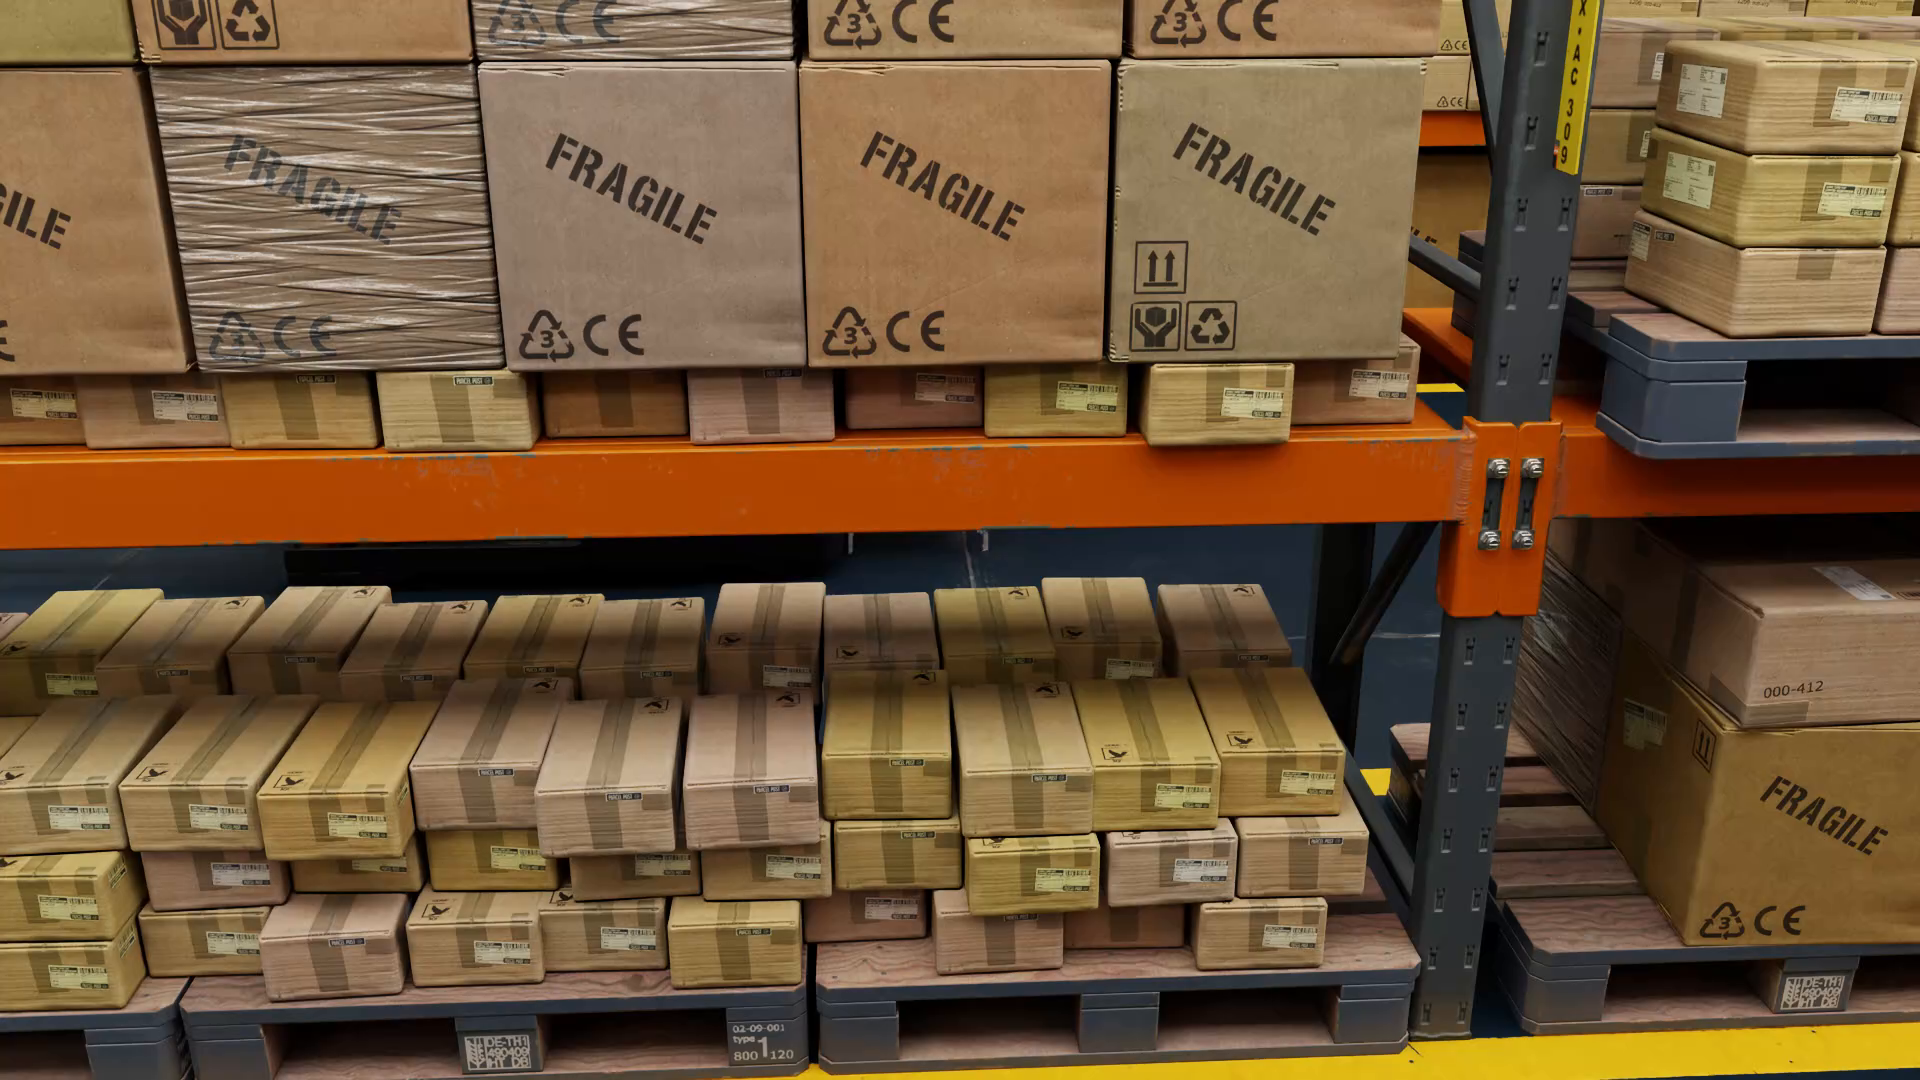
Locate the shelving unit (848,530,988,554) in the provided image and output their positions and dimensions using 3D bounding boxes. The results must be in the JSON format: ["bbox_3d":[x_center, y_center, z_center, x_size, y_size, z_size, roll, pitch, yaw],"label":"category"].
[{"bbox_3d":[-0.156,-0.557,5.897,0.503,1.200,0.258,-1,21,-2],"label":"shelving unit"}]

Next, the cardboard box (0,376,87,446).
[{"bbox_3d":[-1.646,-0.298,3.042,0.250,0.149,0.380,-1,21,-4],"label":"cardboard box"}]

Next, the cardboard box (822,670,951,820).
[{"bbox_3d":[-0.146,0.412,3.403,0.250,0.149,0.380,0,21,-1],"label":"cardboard box"}]

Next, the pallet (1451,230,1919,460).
[{"bbox_3d":[1.730,-0.424,3.289,1.213,0.211,1.003,-1,21,-3],"label":"pallet"}]

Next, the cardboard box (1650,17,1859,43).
[{"bbox_3d":[1.617,-0.990,3.432,0.250,0.149,0.380,-2,21,-5],"label":"cardboard box"}]

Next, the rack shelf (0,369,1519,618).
[{"bbox_3d":[-1.038,-0.173,3.371,4.000,0.370,1.077,-1,21,-3],"label":"rack shelf"}]

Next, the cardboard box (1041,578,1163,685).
[{"bbox_3d":[0.325,0.226,3.892,0.250,0.149,0.380,0,21,0],"label":"cardboard box"}]

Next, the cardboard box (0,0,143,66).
[{"bbox_3d":[-1.547,-1.052,2.704,0.500,0.500,0.500,-2,21,-4],"label":"cardboard box"}]

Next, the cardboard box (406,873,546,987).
[{"bbox_3d":[-0.950,0.734,3.393,0.250,0.149,0.380,-1,21,-3],"label":"cardboard box"}]

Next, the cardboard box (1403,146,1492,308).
[{"bbox_3d":[2.091,-1.572,8.429,0.875,0.875,0.875,-1,21,-1],"label":"cardboard box"}]

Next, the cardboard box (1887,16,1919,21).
[{"bbox_3d":[2.137,-1.000,3.458,0.250,0.149,0.380,-1,21,-3],"label":"cardboard box"}]

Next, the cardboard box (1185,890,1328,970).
[{"bbox_3d":[0.587,0.715,3.443,0.250,0.149,0.380,-1,21,-2],"label":"cardboard box"}]

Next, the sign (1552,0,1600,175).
[{"bbox_3d":[0.997,-0.762,2.690,0.005,0.325,0.100,-1,21,-3],"label":"sign"}]

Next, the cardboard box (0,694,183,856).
[{"bbox_3d":[-1.722,0.457,3.285,0.250,0.149,0.380,-2,21,-6],"label":"cardboard box"}]

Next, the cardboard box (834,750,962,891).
[{"bbox_3d":[-0.129,0.558,3.437,0.250,0.149,0.380,-1,21,-3],"label":"cardboard box"}]

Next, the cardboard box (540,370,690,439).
[{"bbox_3d":[-0.620,-0.317,3.090,0.250,0.149,0.380,-1,21,-4],"label":"cardboard box"}]

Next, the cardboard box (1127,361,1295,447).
[{"bbox_3d":[0.436,-0.300,3.045,0.250,0.149,0.380,-2,21,-4],"label":"cardboard box"}]

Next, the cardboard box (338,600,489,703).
[{"bbox_3d":[-1.219,0.280,3.751,0.250,0.149,0.380,-2,21,-5],"label":"cardboard box"}]

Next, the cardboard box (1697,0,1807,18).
[{"bbox_3d":[3.588,-2.439,7.820,0.500,0.250,0.500,-2,21,-4],"label":"cardboard box"}]

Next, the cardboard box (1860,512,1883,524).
[{"bbox_3d":[2.202,-0.039,3.877,0.500,0.250,0.500,0,21,0],"label":"cardboard box"}]

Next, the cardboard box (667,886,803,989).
[{"bbox_3d":[-0.447,0.736,3.388,0.250,0.149,0.380,-1,21,-3],"label":"cardboard box"}]

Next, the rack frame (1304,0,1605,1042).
[{"bbox_3d":[0.959,-0.550,3.349,0.127,3.000,1.000,-1,21,-3],"label":"rack frame"}]

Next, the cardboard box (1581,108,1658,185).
[{"bbox_3d":[1.345,-0.846,3.472,0.250,0.149,0.380,-1,21,-1],"label":"cardboard box"}]

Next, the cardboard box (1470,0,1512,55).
[{"bbox_3d":[2.560,-2.411,7.746,0.500,0.250,0.500,-2,21,-5],"label":"cardboard box"}]

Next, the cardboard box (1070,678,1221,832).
[{"bbox_3d":[0.366,0.427,3.364,0.250,0.149,0.380,-1,21,-2],"label":"cardboard box"}]

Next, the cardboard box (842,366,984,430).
[{"bbox_3d":[-0.096,-0.334,3.137,0.250,0.149,0.380,-2,21,-5],"label":"cardboard box"}]

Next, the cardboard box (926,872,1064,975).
[{"bbox_3d":[0.062,0.719,3.433,0.250,0.149,0.380,-2,21,-5],"label":"cardboard box"}]

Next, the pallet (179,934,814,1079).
[{"bbox_3d":[-0.931,0.805,3.709,1.213,0.211,1.003,-1,21,-3],"label":"pallet"}]

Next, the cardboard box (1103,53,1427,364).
[{"bbox_3d":[0.492,-0.625,2.989,0.500,0.500,0.500,-1,21,-3],"label":"cardboard box"}]

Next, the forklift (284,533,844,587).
[{"bbox_3d":[-1.940,-1.391,5.655,3.031,2.935,1.130,-1,21,-2],"label":"forklift"}]

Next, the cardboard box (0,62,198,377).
[{"bbox_3d":[-1.548,-0.591,2.898,0.500,0.500,0.500,-1,21,-2],"label":"cardboard box"}]

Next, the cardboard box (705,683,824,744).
[{"bbox_3d":[-0.456,0.397,3.860,0.250,0.149,0.380,0,21,-1],"label":"cardboard box"}]

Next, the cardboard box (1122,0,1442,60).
[{"bbox_3d":[0.505,-1.097,2.823,0.500,0.500,0.500,-2,21,-5],"label":"cardboard box"}]

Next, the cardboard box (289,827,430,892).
[{"bbox_3d":[-1.191,0.561,3.430,0.250,0.149,0.380,0,21,0],"label":"cardboard box"}]

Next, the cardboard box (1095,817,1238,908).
[{"bbox_3d":[0.393,0.576,3.390,0.250,0.149,0.380,-2,21,-6],"label":"cardboard box"}]

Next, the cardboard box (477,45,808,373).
[{"bbox_3d":[-0.523,-0.606,2.937,0.500,0.500,0.500,-1,21,-3],"label":"cardboard box"}]

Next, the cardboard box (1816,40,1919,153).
[{"bbox_3d":[1.656,-0.759,2.826,0.250,0.149,0.380,-1,21,-2],"label":"cardboard box"}]

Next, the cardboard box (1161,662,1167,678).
[{"bbox_3d":[0.578,0.341,4.008,0.250,0.149,0.380,0,21,-1],"label":"cardboard box"}]

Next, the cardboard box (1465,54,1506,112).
[{"bbox_3d":[2.558,-2.174,7.826,0.500,0.250,0.500,-1,21,-4],"label":"cardboard box"}]

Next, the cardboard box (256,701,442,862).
[{"bbox_3d":[-1.179,0.466,3.262,0.250,0.149,0.380,-1,21,-2],"label":"cardboard box"}]

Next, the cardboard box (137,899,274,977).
[{"bbox_3d":[-1.479,0.723,3.422,0.250,0.149,0.380,-1,21,-3],"label":"cardboard box"}]

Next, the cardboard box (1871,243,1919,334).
[{"bbox_3d":[1.655,-0.481,2.932,0.250,0.149,0.380,-1,21,-2],"label":"cardboard box"}]

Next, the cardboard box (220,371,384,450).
[{"bbox_3d":[-1.138,-0.291,3.023,0.250,0.149,0.380,0,21,-1],"label":"cardboard box"}]

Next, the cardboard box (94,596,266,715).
[{"bbox_3d":[-1.753,0.271,3.774,0.250,0.149,0.380,-2,21,-5],"label":"cardboard box"}]

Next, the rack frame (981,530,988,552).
[{"bbox_3d":[0.088,-0.560,5.906,0.015,1.200,0.240,-1,21,-2],"label":"rack frame"}]

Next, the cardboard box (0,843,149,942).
[{"bbox_3d":[-1.719,0.620,3.274,0.250,0.149,0.380,-1,21,-1],"label":"cardboard box"}]

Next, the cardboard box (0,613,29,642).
[{"bbox_3d":[-2.267,0.304,3.687,0.250,0.149,0.380,-1,21,-2],"label":"cardboard box"}]

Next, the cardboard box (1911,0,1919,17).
[{"bbox_3d":[5.007,-2.877,8.314,0.500,0.500,0.500,-2,21,-5],"label":"cardboard box"}]

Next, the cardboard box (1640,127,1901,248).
[{"bbox_3d":[1.378,-0.612,2.858,0.250,0.149,0.380,-1,21,-2],"label":"cardboard box"}]

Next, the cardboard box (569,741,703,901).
[{"bbox_3d":[-0.652,0.569,3.410,0.250,0.149,0.380,-2,21,-6],"label":"cardboard box"}]

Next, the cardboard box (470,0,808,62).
[{"bbox_3d":[-0.523,-1.080,2.777,0.500,0.500,0.500,-1,21,-2],"label":"cardboard box"}]

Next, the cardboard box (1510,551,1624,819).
[{"bbox_3d":[1.683,0.318,3.994,0.500,0.500,0.500,-2,21,-4],"label":"cardboard box"}]

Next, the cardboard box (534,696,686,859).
[{"bbox_3d":[-0.680,0.460,3.276,0.250,0.149,0.380,-2,21,-5],"label":"cardboard box"}]

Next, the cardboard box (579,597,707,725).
[{"bbox_3d":[-0.710,0.273,3.768,0.250,0.149,0.380,-2,21,-5],"label":"cardboard box"}]

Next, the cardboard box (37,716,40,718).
[{"bbox_3d":[-2.005,0.405,3.840,0.250,0.149,0.380,-2,21,-5],"label":"cardboard box"}]

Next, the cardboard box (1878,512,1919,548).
[{"bbox_3d":[2.243,0.139,3.410,0.500,0.250,0.500,-1,21,-2],"label":"cardboard box"}]

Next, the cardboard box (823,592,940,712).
[{"bbox_3d":[-0.184,0.262,3.797,0.250,0.149,0.380,-2,21,-4],"label":"cardboard box"}]
